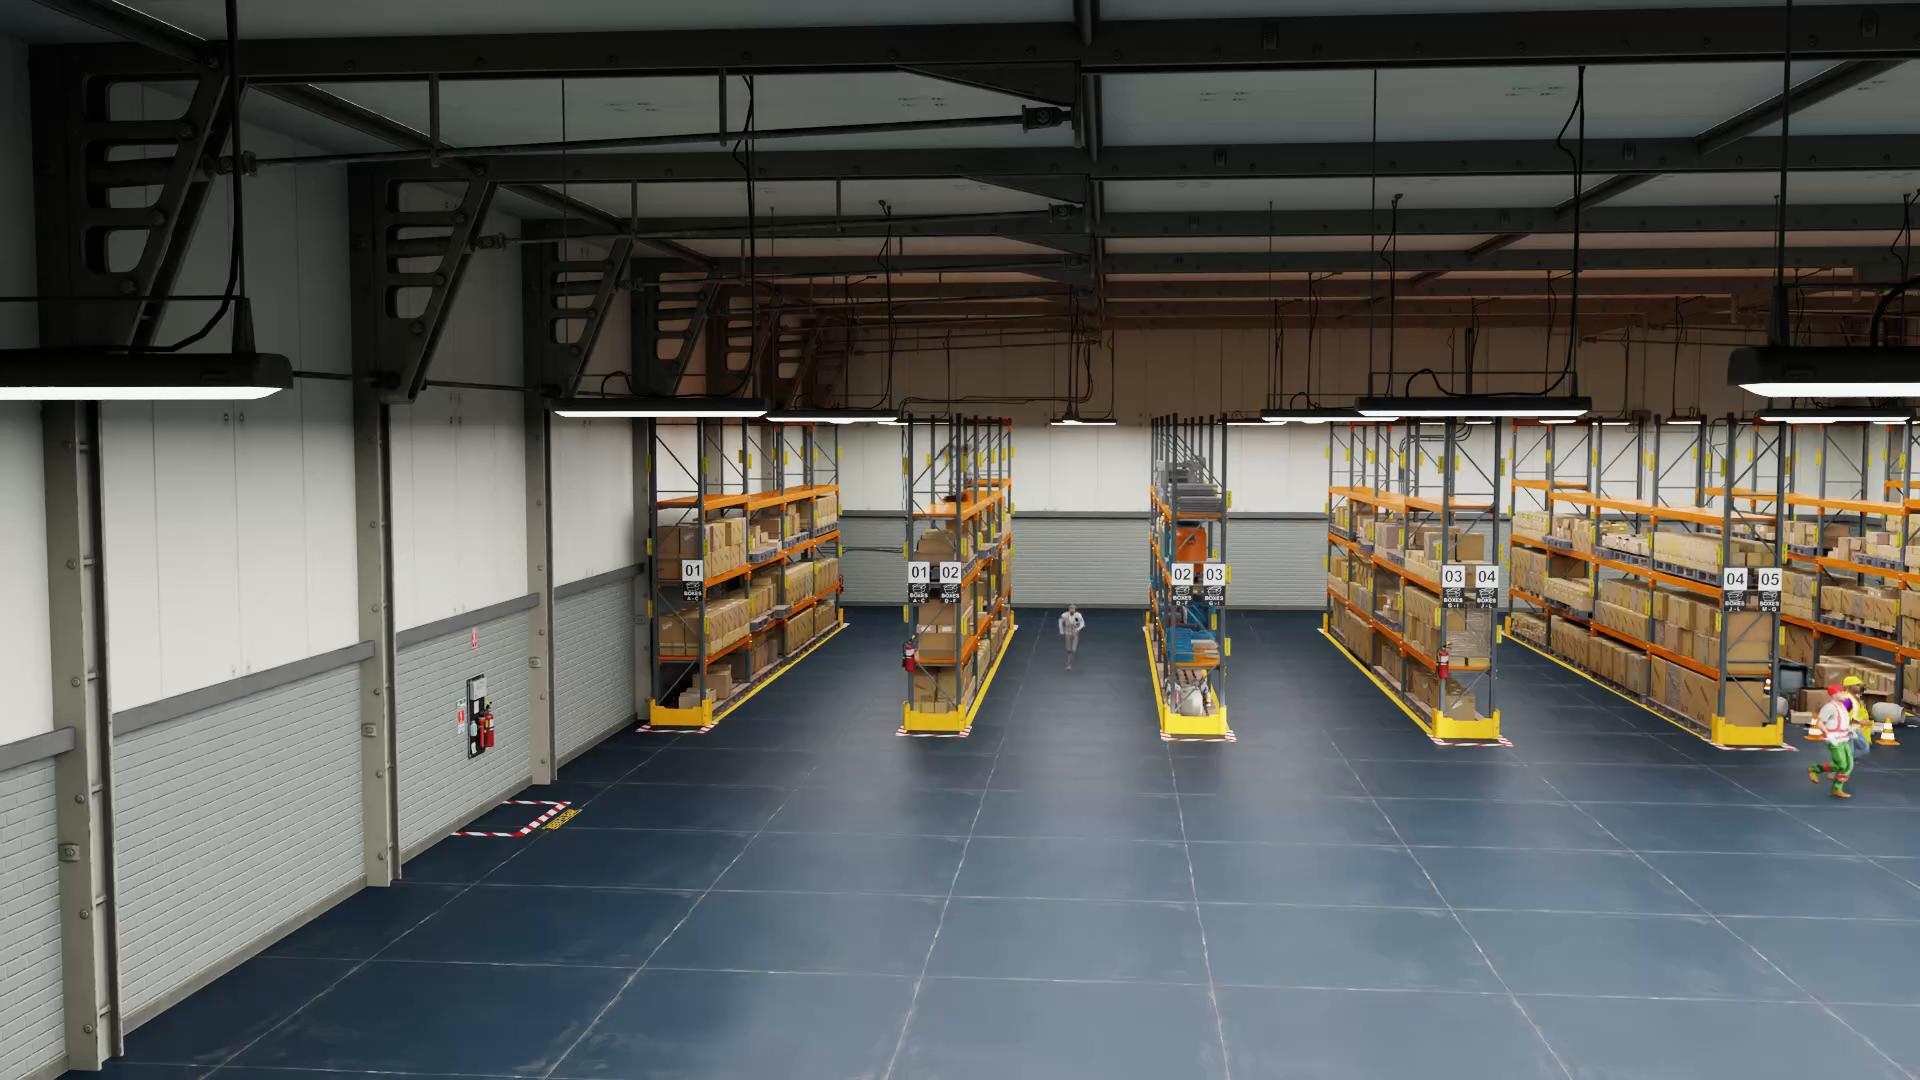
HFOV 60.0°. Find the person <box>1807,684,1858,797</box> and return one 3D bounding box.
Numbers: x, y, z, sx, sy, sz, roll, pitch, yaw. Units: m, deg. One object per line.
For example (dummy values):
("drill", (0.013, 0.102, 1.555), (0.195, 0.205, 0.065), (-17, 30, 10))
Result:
("person", (13.634, 3.116, 25.934), (0.670, 1.740, 0.608), (-3, 5, -37))

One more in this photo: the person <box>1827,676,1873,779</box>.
("person", (14.394, 3.011, 26.822), (0.683, 1.652, 0.699), (-3, 5, -40))

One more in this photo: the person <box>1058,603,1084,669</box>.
("person", (2.651, 2.275, 39.561), (0.607, 1.619, 0.669), (0, 4, 0))
